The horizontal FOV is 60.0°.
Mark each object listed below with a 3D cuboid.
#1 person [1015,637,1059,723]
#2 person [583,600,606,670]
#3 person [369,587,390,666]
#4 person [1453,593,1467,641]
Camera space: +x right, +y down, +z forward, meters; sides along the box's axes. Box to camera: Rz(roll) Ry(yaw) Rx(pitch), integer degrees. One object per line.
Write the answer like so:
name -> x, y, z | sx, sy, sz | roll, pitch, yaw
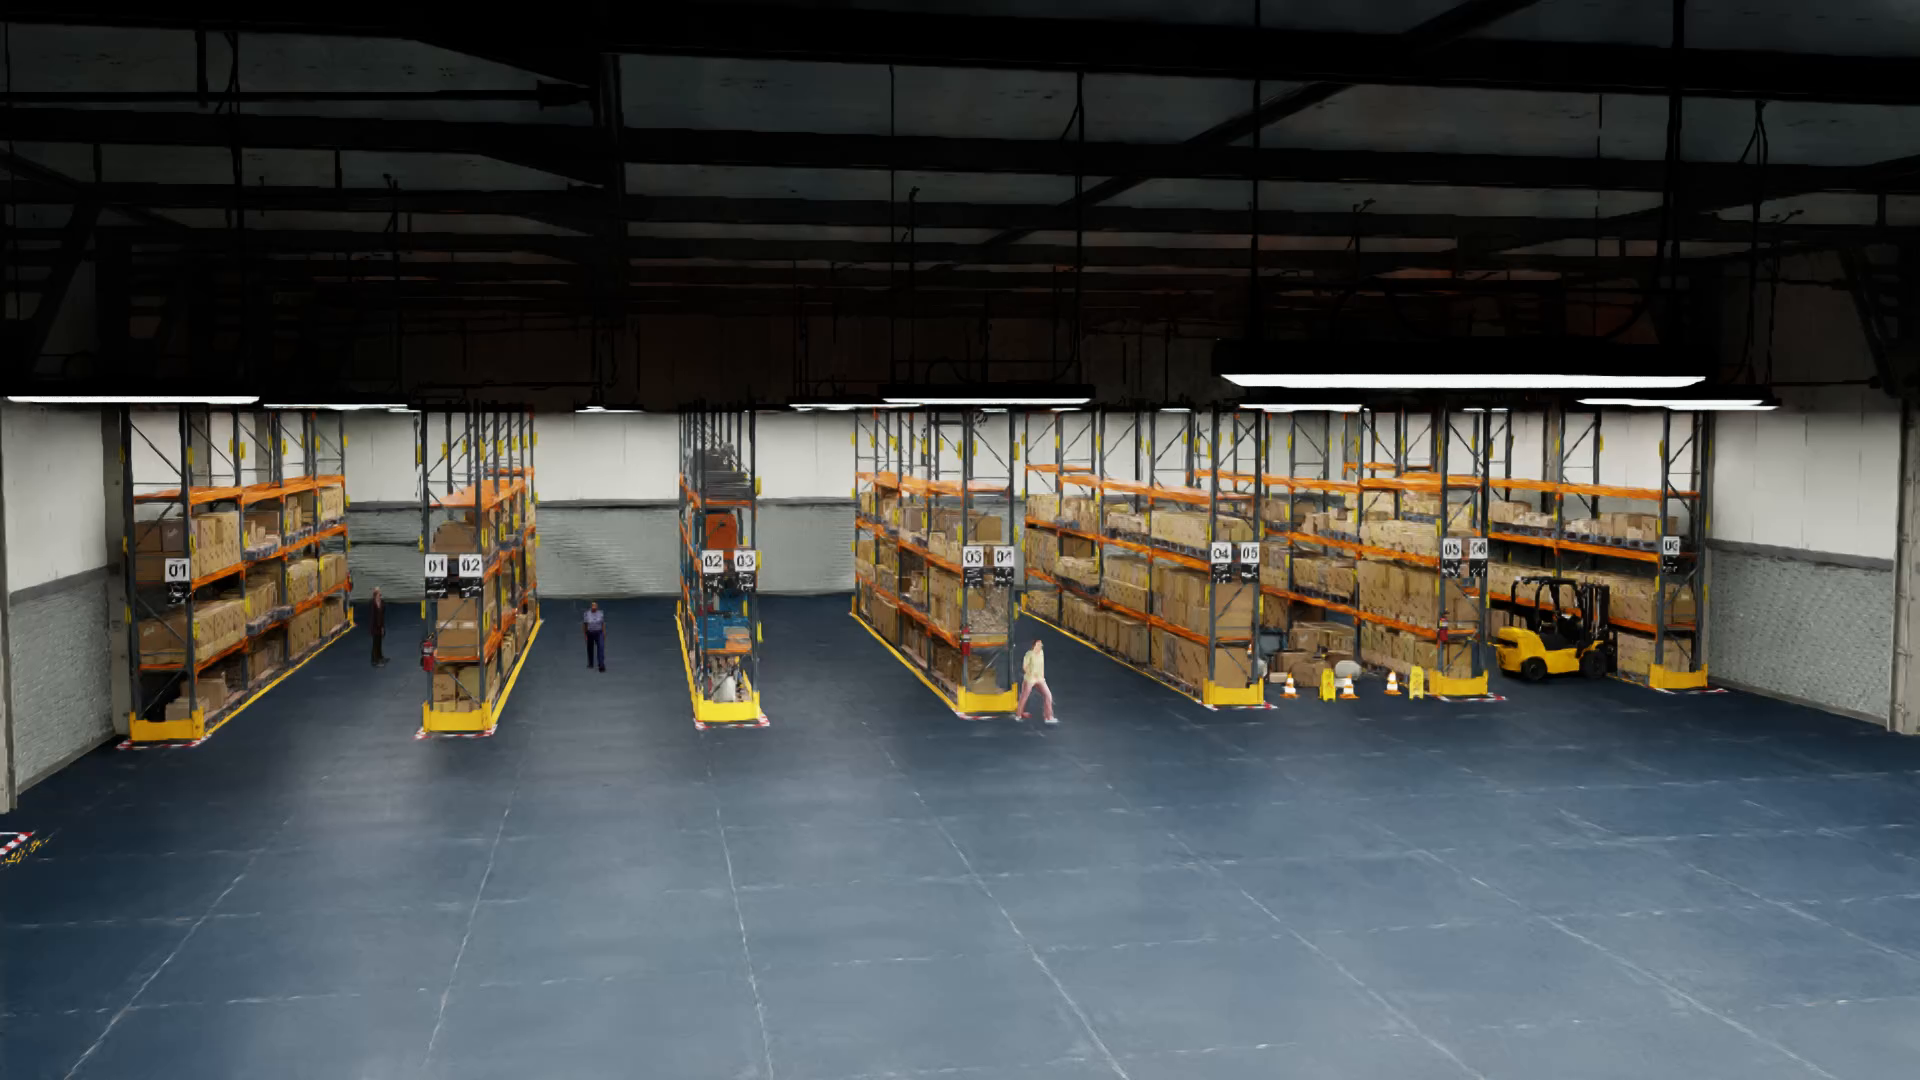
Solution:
person -> 1.378, 2.583, 30.859 | 0.621, 1.604, 0.814 | -2, 5, -27
person -> -8.207, 2.119, 37.289 | 0.481, 1.551, 1.091 | -1, 4, -13
person -> -13.241, 1.951, 37.943 | 0.522, 1.790, 0.654 | -3, 5, -37
person -> 11.273, 2.009, 37.664 | 0.497, 1.731, 0.588 | 2, 5, 20
